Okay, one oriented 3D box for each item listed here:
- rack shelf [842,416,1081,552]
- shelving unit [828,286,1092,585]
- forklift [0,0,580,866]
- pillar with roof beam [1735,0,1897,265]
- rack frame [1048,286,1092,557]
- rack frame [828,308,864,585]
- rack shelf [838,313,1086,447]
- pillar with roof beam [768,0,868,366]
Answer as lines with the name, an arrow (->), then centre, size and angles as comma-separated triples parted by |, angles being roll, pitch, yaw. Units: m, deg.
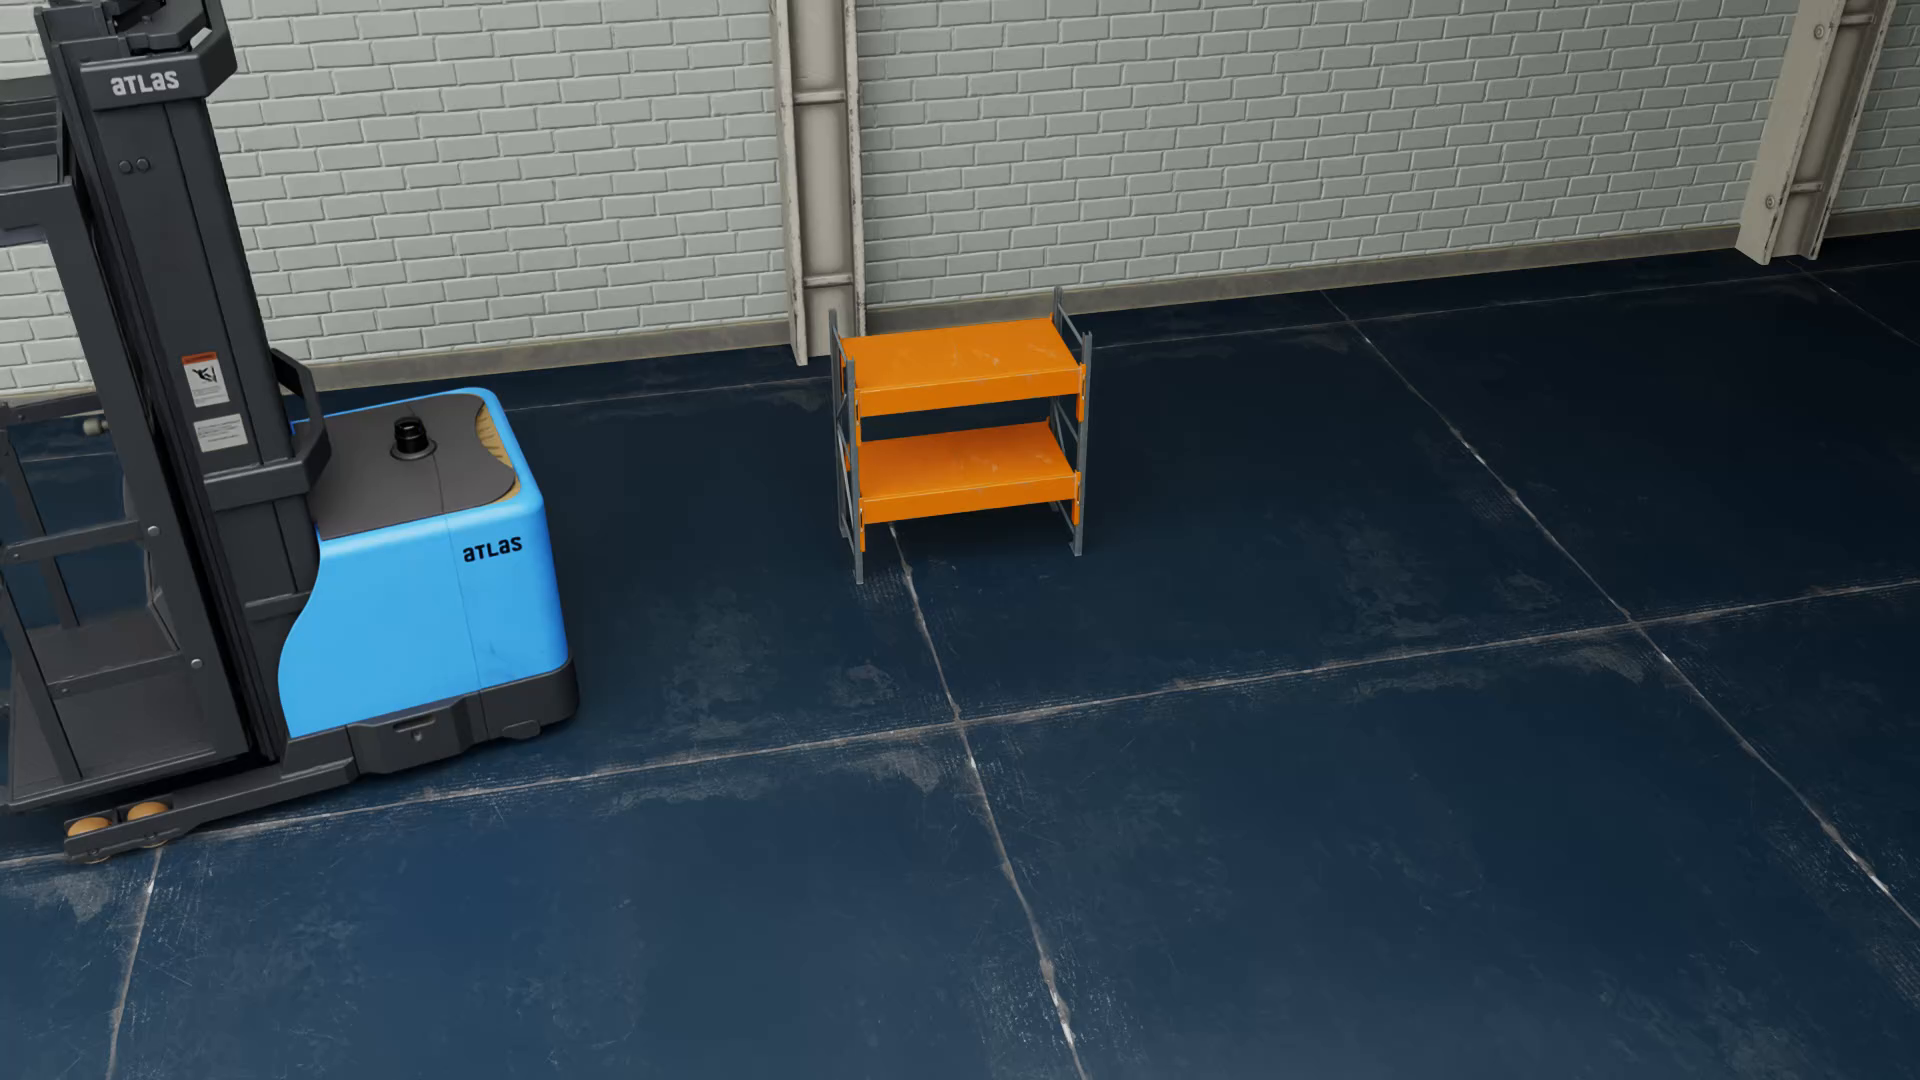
rack shelf -> -0.007, -0.263, 7.572 | 1.000, 0.278, 0.538 | -7, 35, -11
shelving unit -> -0.007, -0.466, 7.435 | 1.048, 1.125, 0.538 | -7, 35, -11
forklift -> -3.079, -0.385, 5.694 | 3.031, 2.935, 1.130 | -14, 36, -20
pillar with roof beam -> 6.065, -3.205, 4.451 | 0.400, 9.000, 9.100 | -7, 35, -11
rack frame -> 0.489, -0.529, 7.528 | 0.032, 1.125, 0.500 | -7, 35, -11
rack frame -> -0.502, -0.404, 7.342 | 0.032, 1.125, 0.500 | -7, 35, -11
rack shelf -> -0.007, -0.709, 7.272 | 1.000, 0.278, 0.538 | -7, 35, -11
pillar with roof beam -> 0.213, -2.468, 3.352 | 0.400, 9.000, 9.100 | -7, 35, -11
